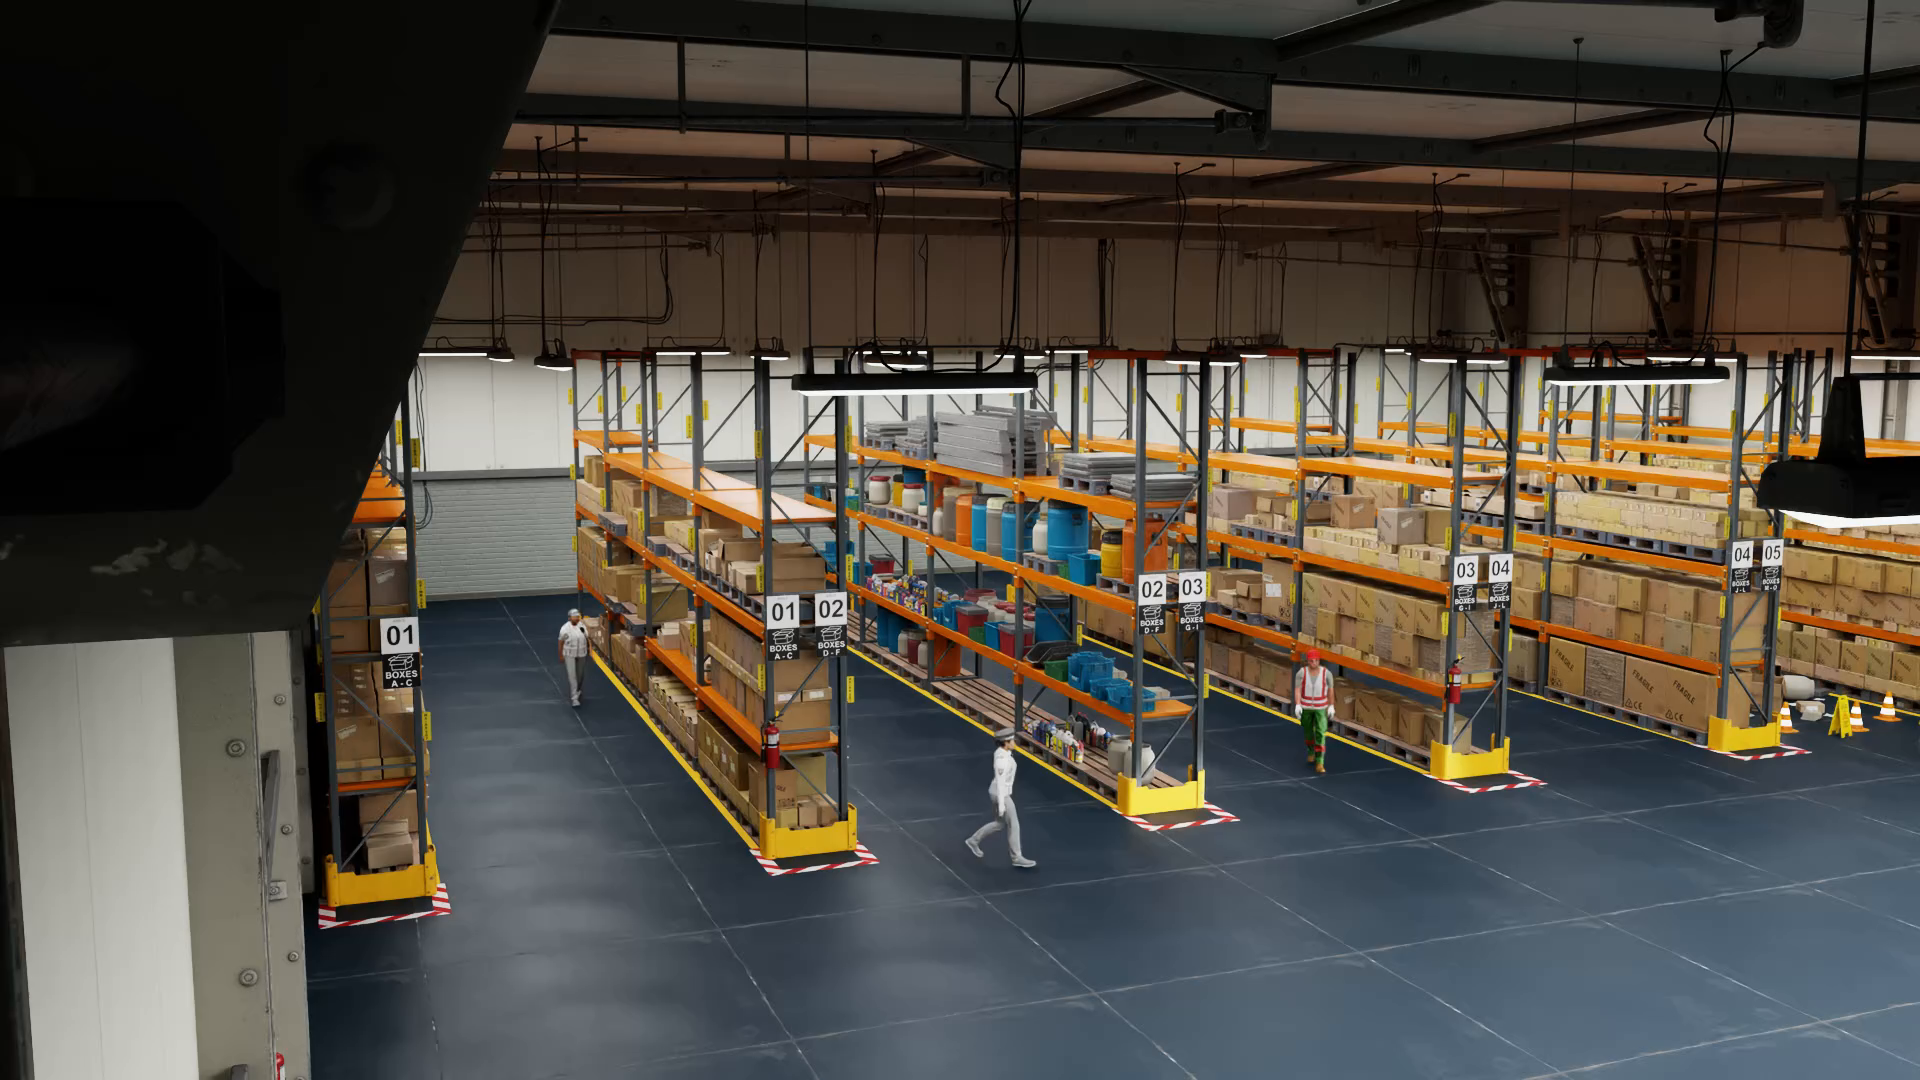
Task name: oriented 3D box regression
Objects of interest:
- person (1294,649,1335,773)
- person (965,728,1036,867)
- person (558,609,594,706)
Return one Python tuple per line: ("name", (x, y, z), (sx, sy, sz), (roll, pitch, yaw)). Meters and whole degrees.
("person", (5.132, 2.444, 24.125), (0.563, 1.735, 0.993), (3, 8, 19))
("person", (0.483, 3.050, 19.842), (0.848, 1.634, 0.526), (0, 7, 1))
("person", (-6.593, 1.975, 28.544), (0.569, 1.605, 1.022), (-3, 8, -23))
